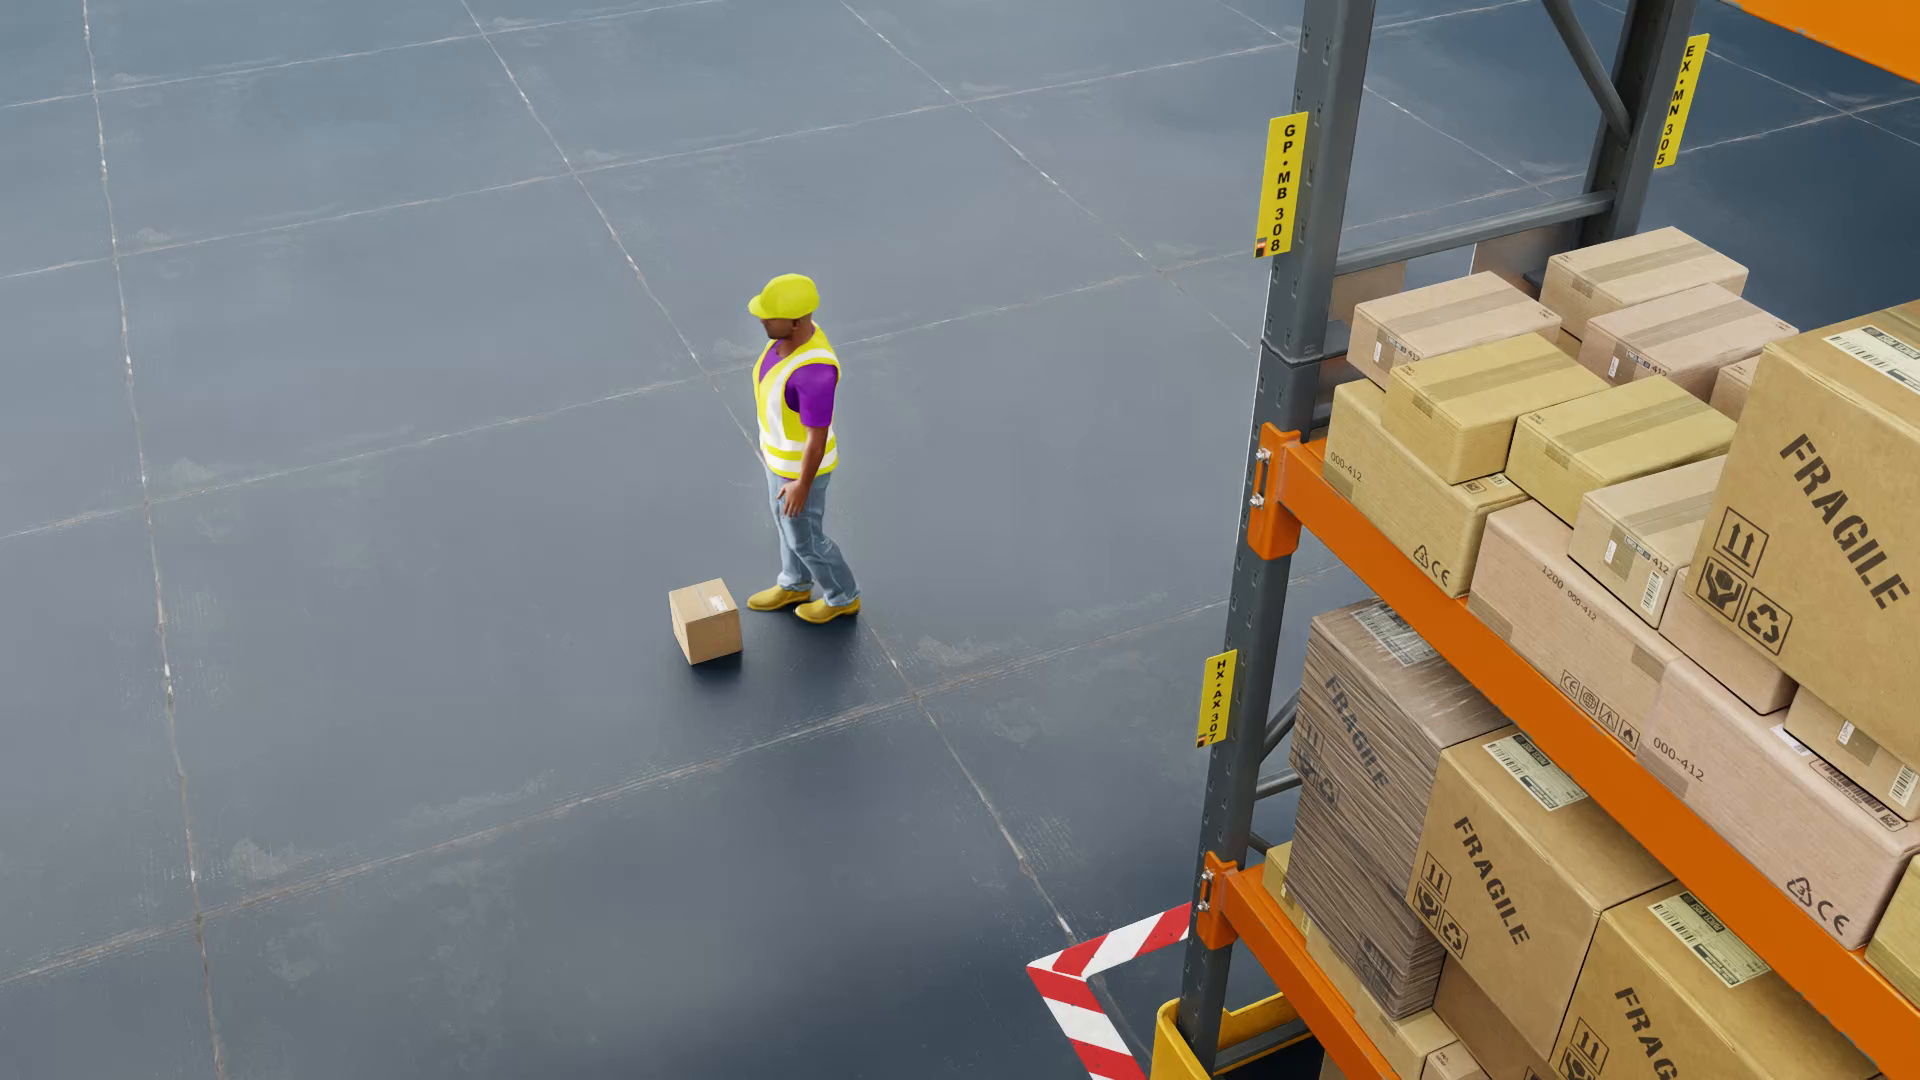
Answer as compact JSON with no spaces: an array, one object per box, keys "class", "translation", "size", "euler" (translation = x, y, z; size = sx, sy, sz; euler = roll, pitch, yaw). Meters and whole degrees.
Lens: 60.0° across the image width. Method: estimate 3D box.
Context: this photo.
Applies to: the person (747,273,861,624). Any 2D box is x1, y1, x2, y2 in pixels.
[{"class":"person","translation":[-0.729,-0.372,7.316],"size":[0.509,1.780,0.586],"euler":[-11,38,-15]}]
